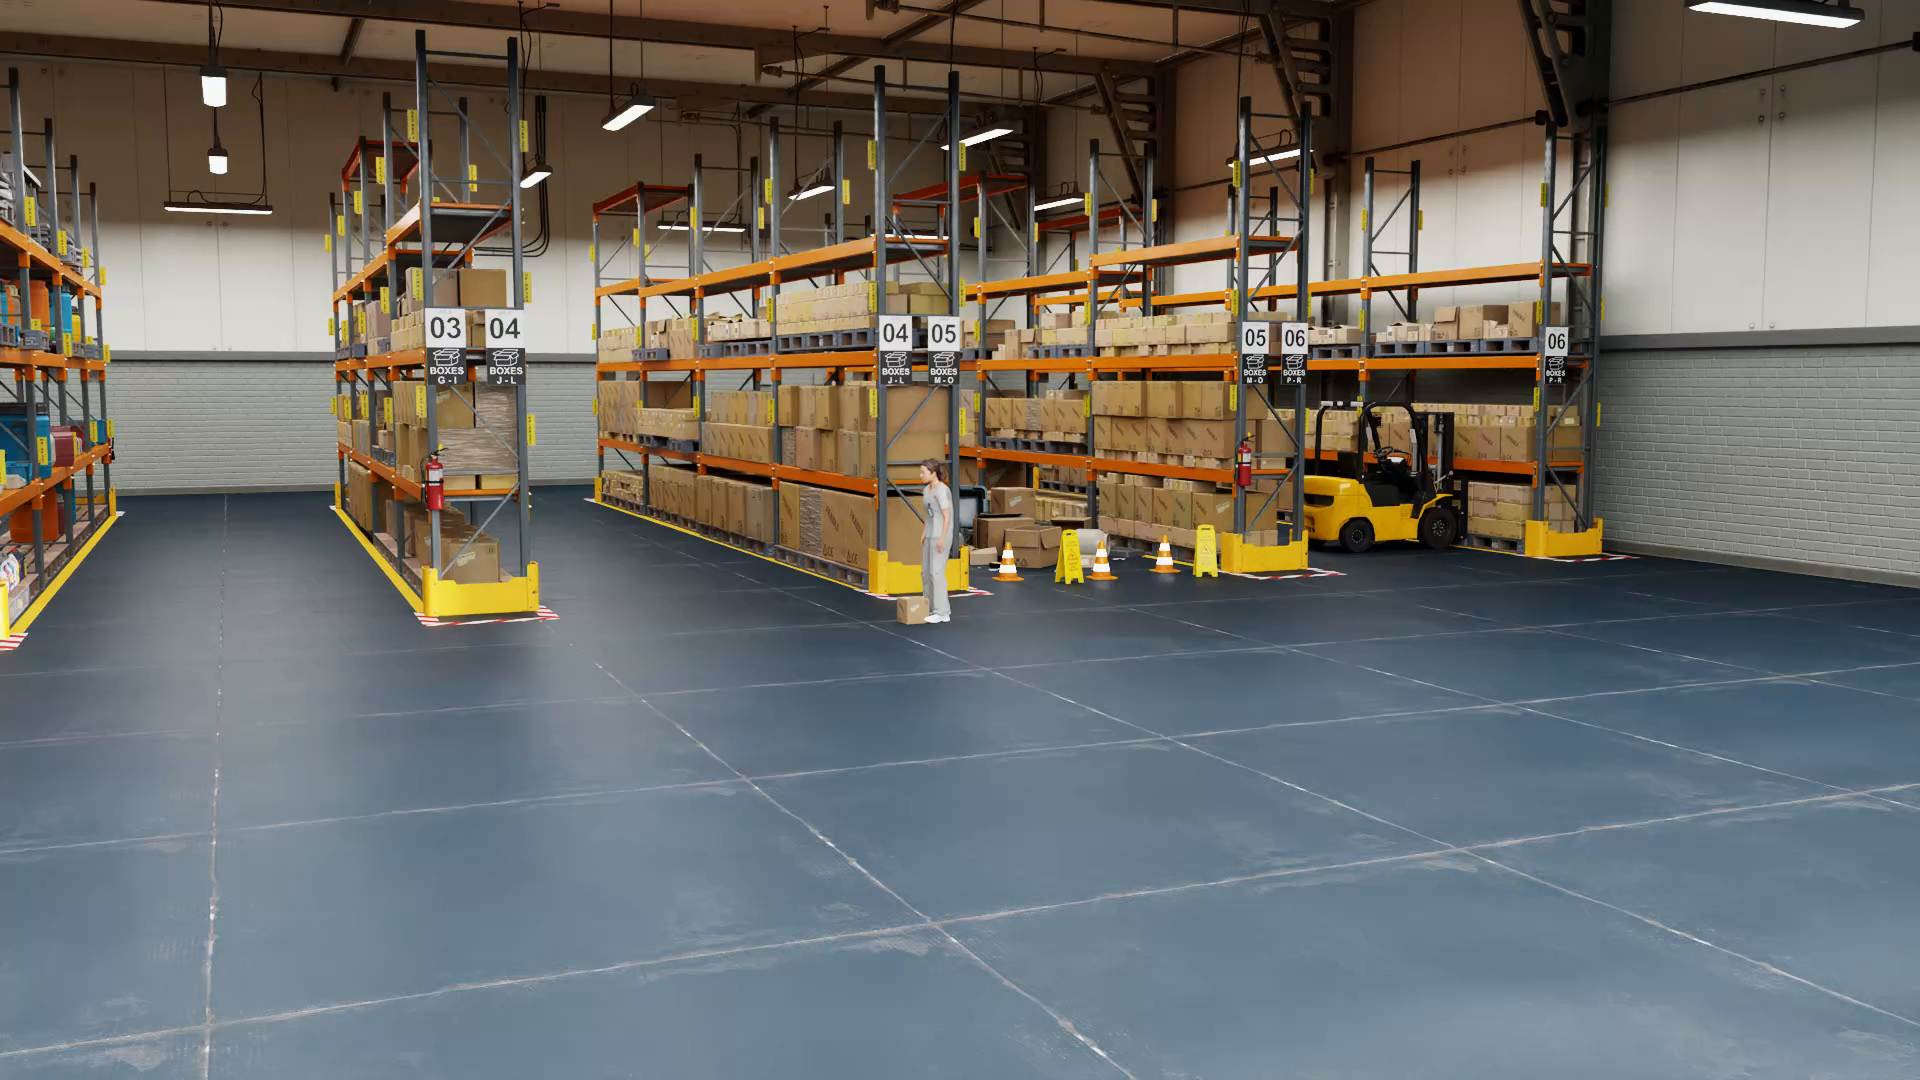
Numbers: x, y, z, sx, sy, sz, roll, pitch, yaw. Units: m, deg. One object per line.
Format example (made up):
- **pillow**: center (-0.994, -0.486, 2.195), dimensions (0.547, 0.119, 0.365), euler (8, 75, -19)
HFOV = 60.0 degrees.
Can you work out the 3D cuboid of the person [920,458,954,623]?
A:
- **person**: center (-0.258, -0.004, 17.004), dimensions (0.355, 1.672, 0.496), euler (-2, 6, -24)
